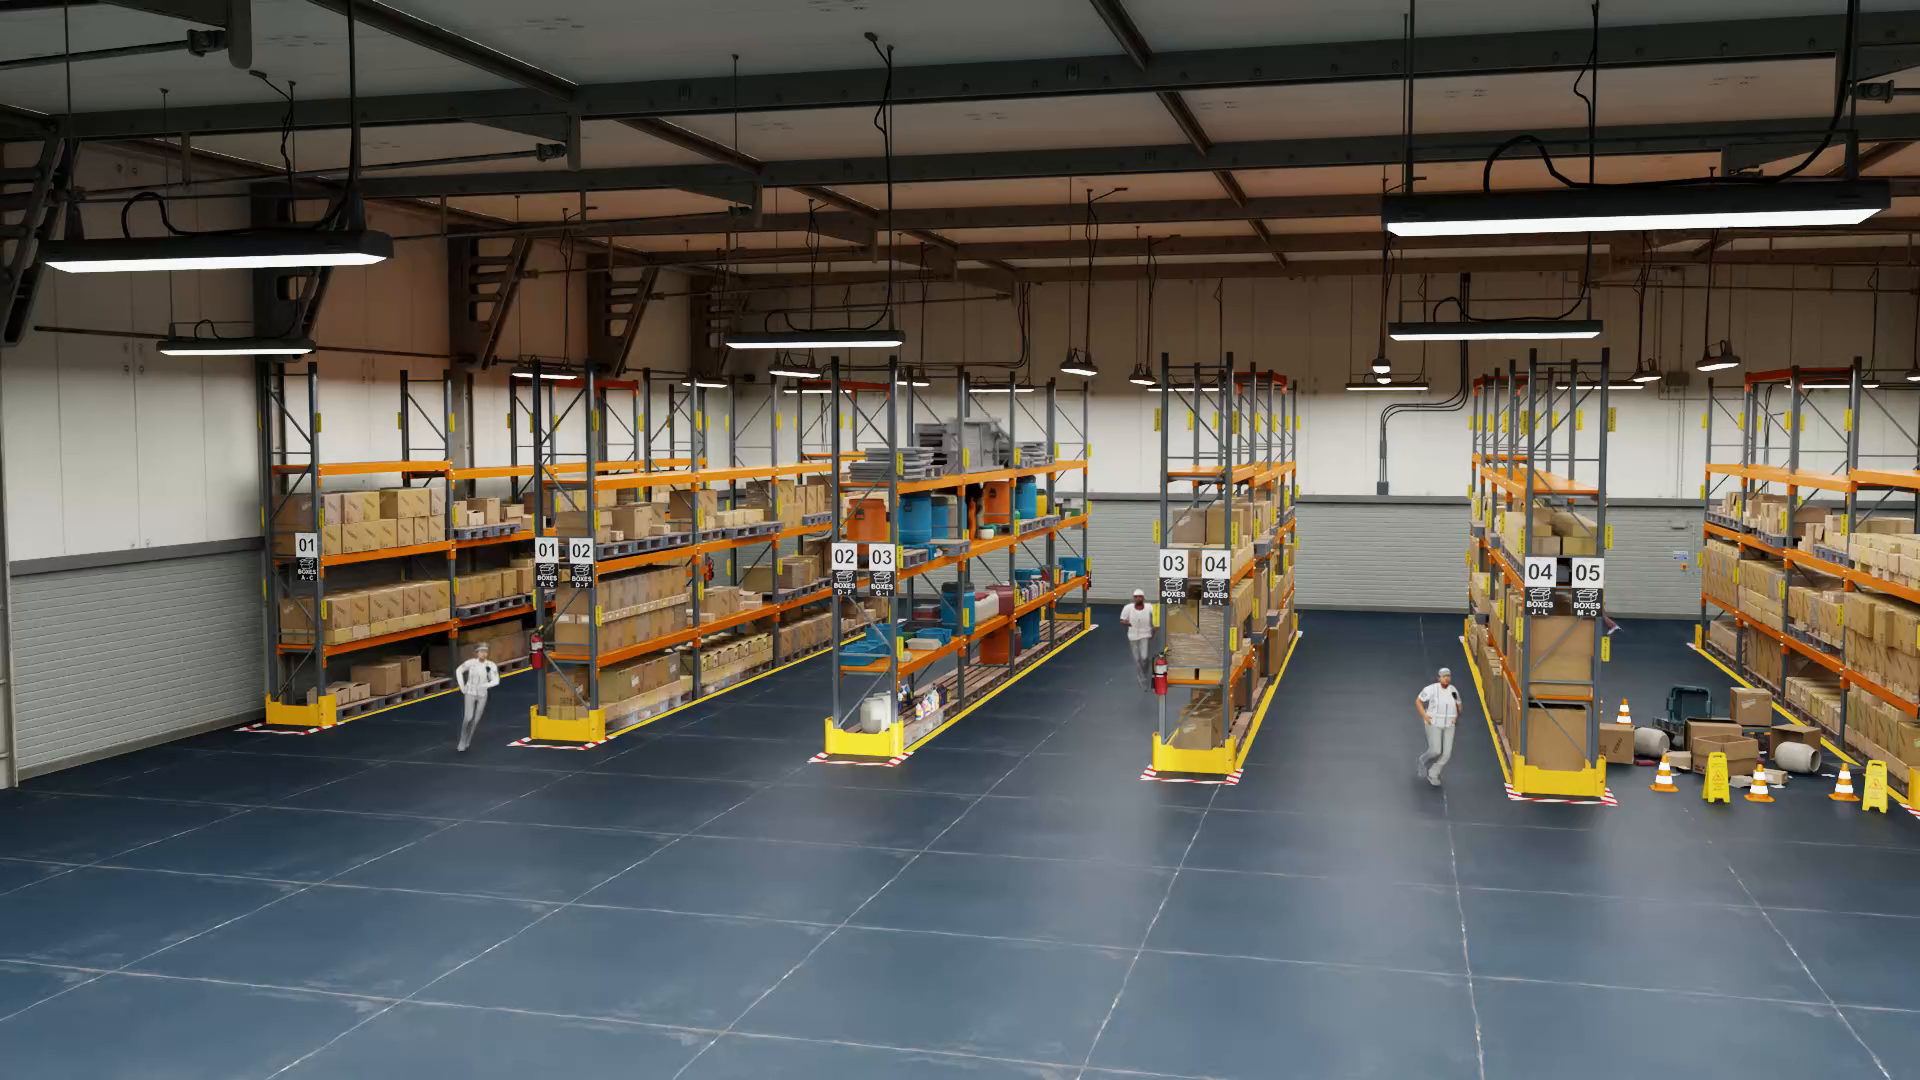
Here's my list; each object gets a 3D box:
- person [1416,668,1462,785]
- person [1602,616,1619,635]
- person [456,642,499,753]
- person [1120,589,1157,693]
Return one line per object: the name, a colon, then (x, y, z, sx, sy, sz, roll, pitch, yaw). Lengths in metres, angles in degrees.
person: (6.673, 2.581, 23.058, 0.640, 1.632, 0.515, -1, 4, -7)
person: (14.794, 1.505, 38.634, 1.010, 1.624, 0.614, 1, 4, 7)
person: (-7.384, 2.388, 25.443, 0.632, 1.672, 0.630, -2, 4, -24)
person: (3.190, 1.784, 29.583, 0.680, 1.832, 0.740, 1, 4, 16)
